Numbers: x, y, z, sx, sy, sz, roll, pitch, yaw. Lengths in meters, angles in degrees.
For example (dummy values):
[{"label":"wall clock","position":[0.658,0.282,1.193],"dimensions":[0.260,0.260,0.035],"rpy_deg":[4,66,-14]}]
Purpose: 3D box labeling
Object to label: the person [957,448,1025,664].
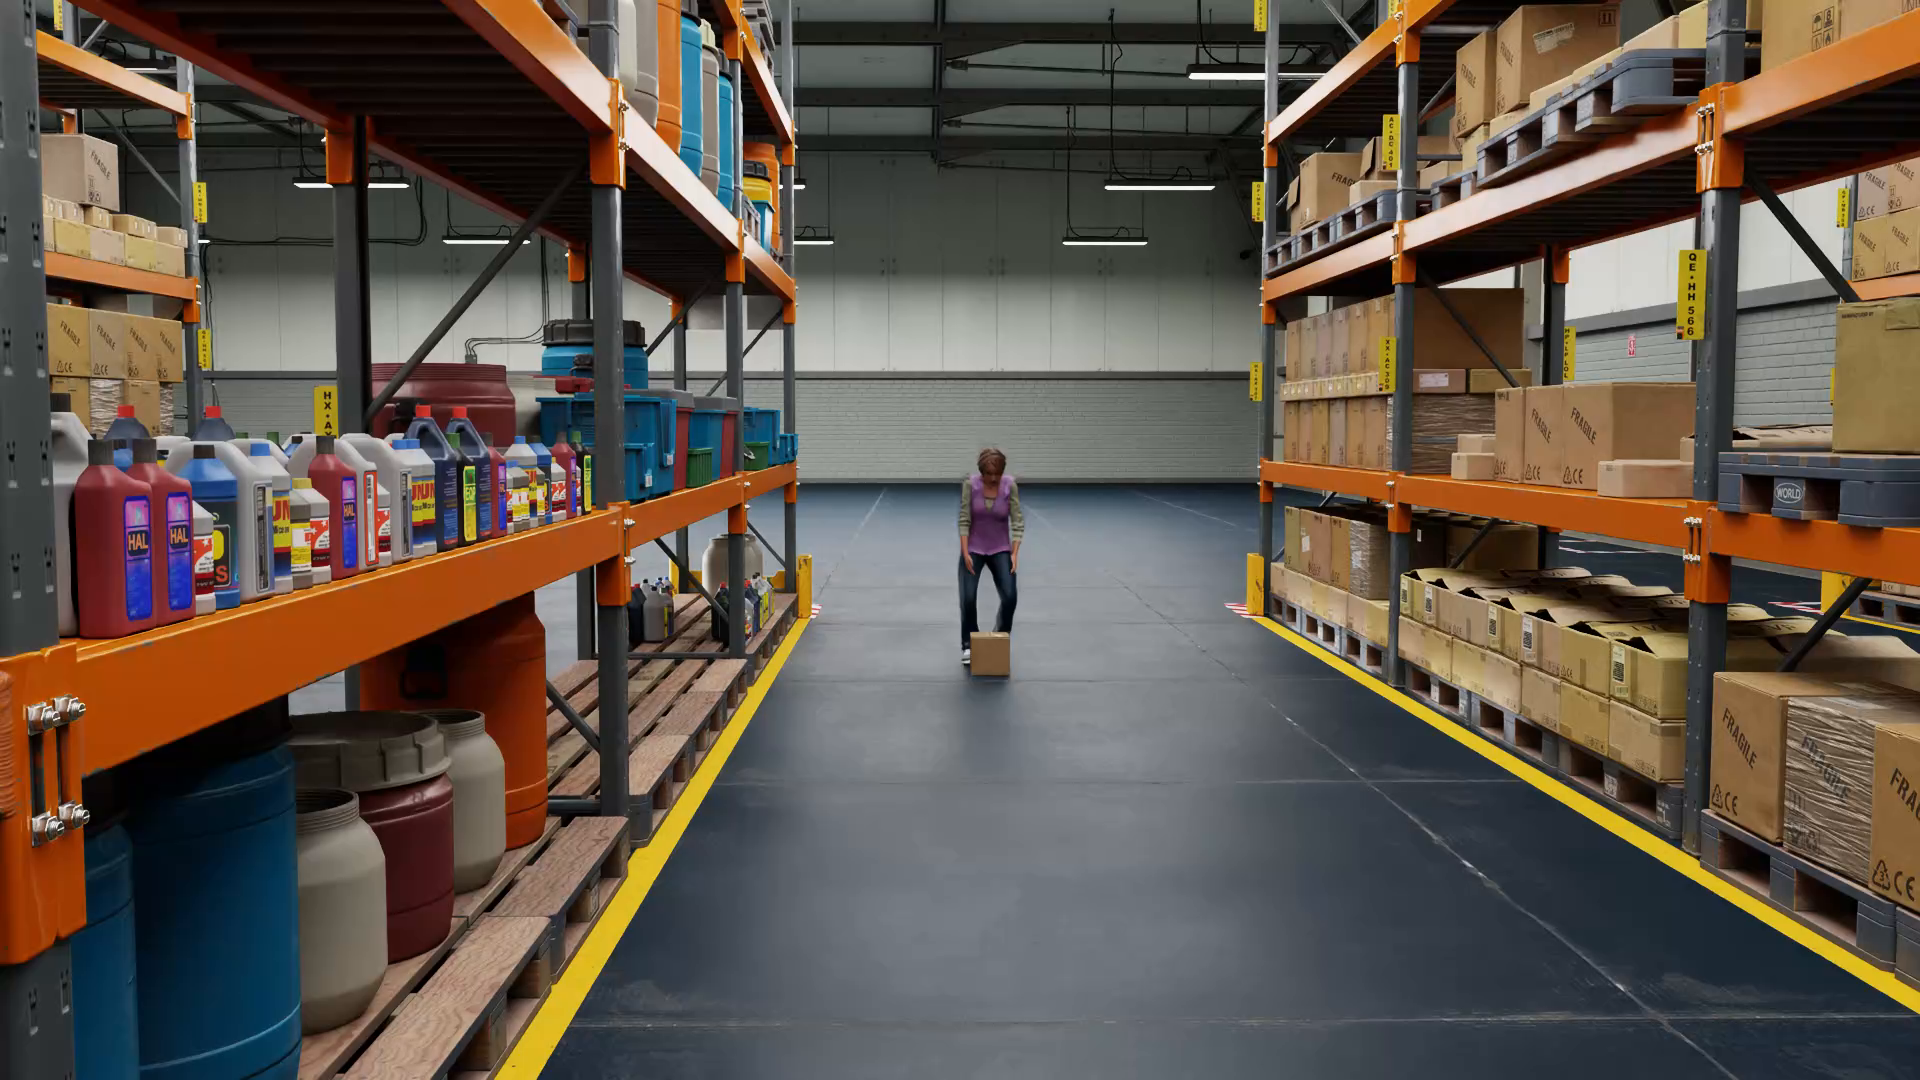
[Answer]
[{"label":"person","position":[0.207,0.109,11.201],"dimensions":[0.451,1.464,0.518],"rpy_deg":[0,4,0]}]
